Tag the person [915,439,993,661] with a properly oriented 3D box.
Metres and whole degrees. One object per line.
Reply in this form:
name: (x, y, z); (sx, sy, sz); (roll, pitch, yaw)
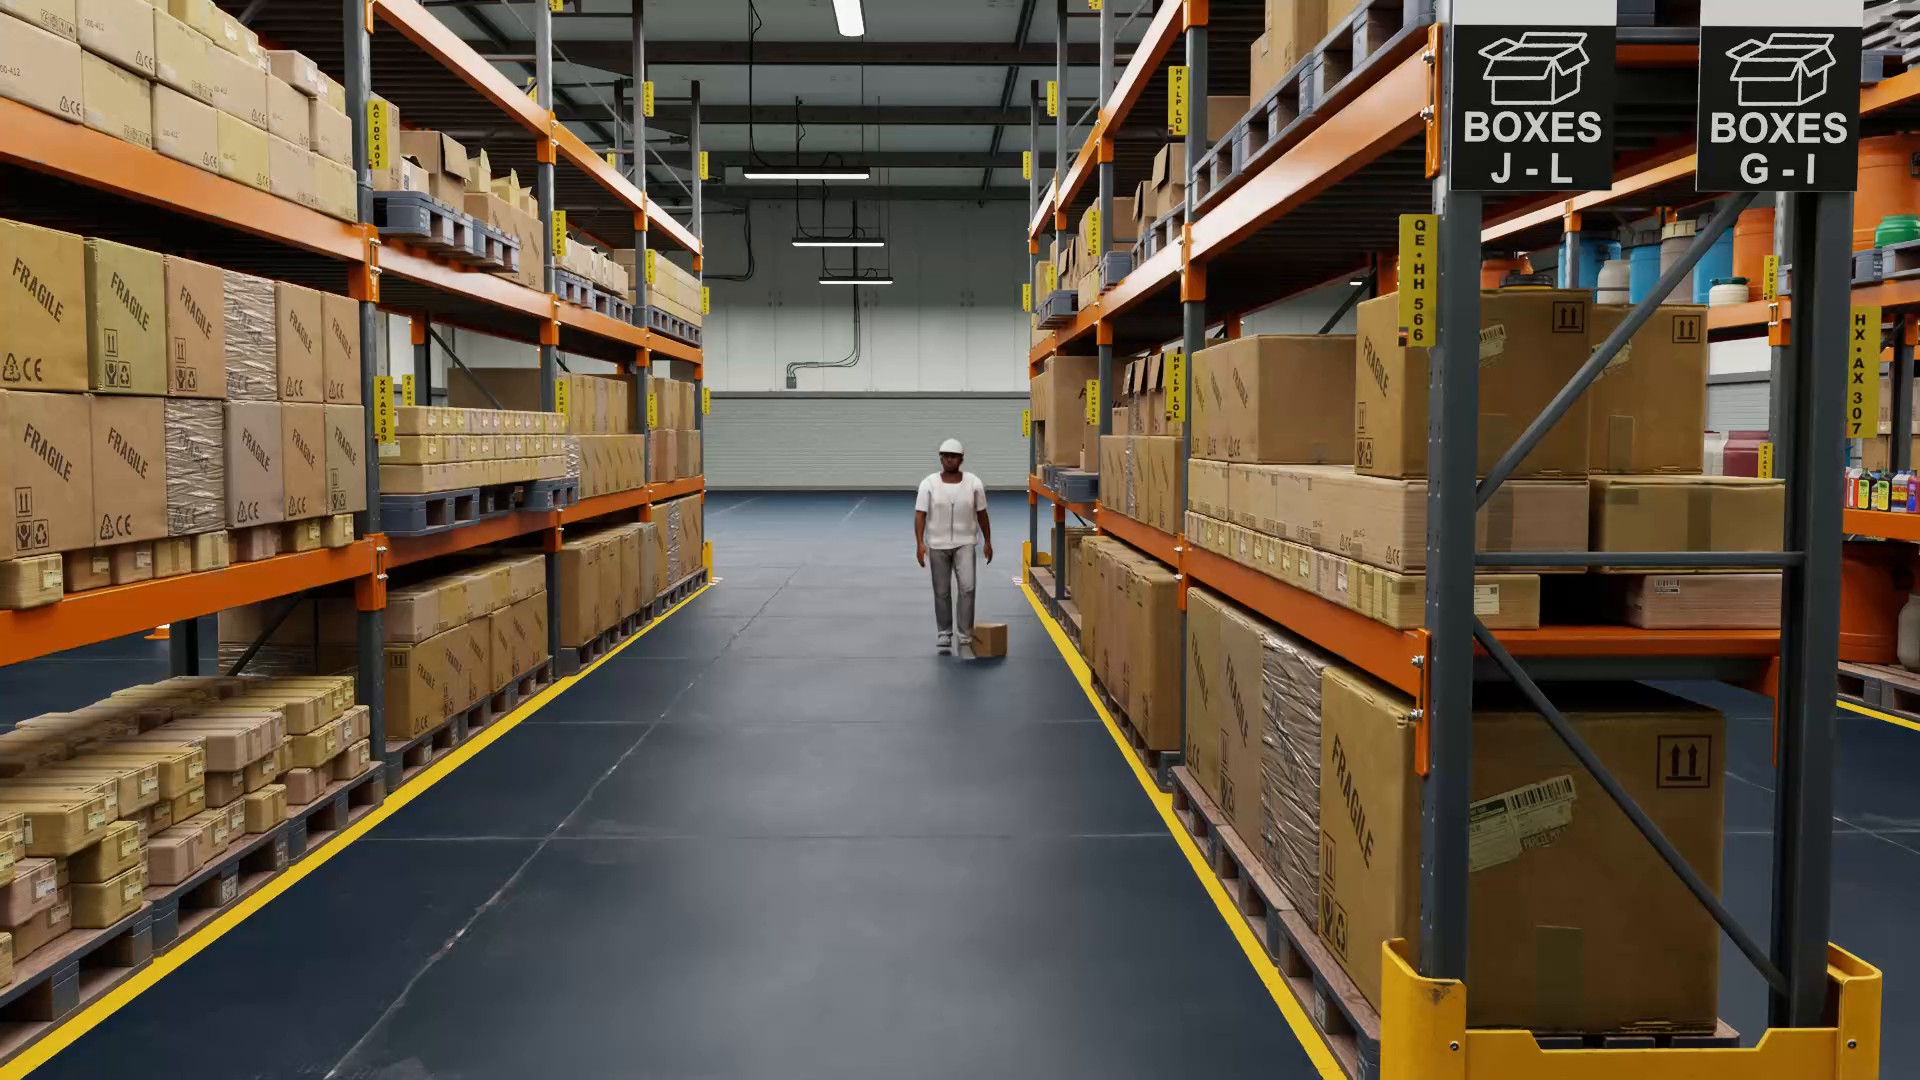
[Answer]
person: (-0.052, 0.080, 13.600); (0.634, 1.811, 0.780); (0, 4, 2)
